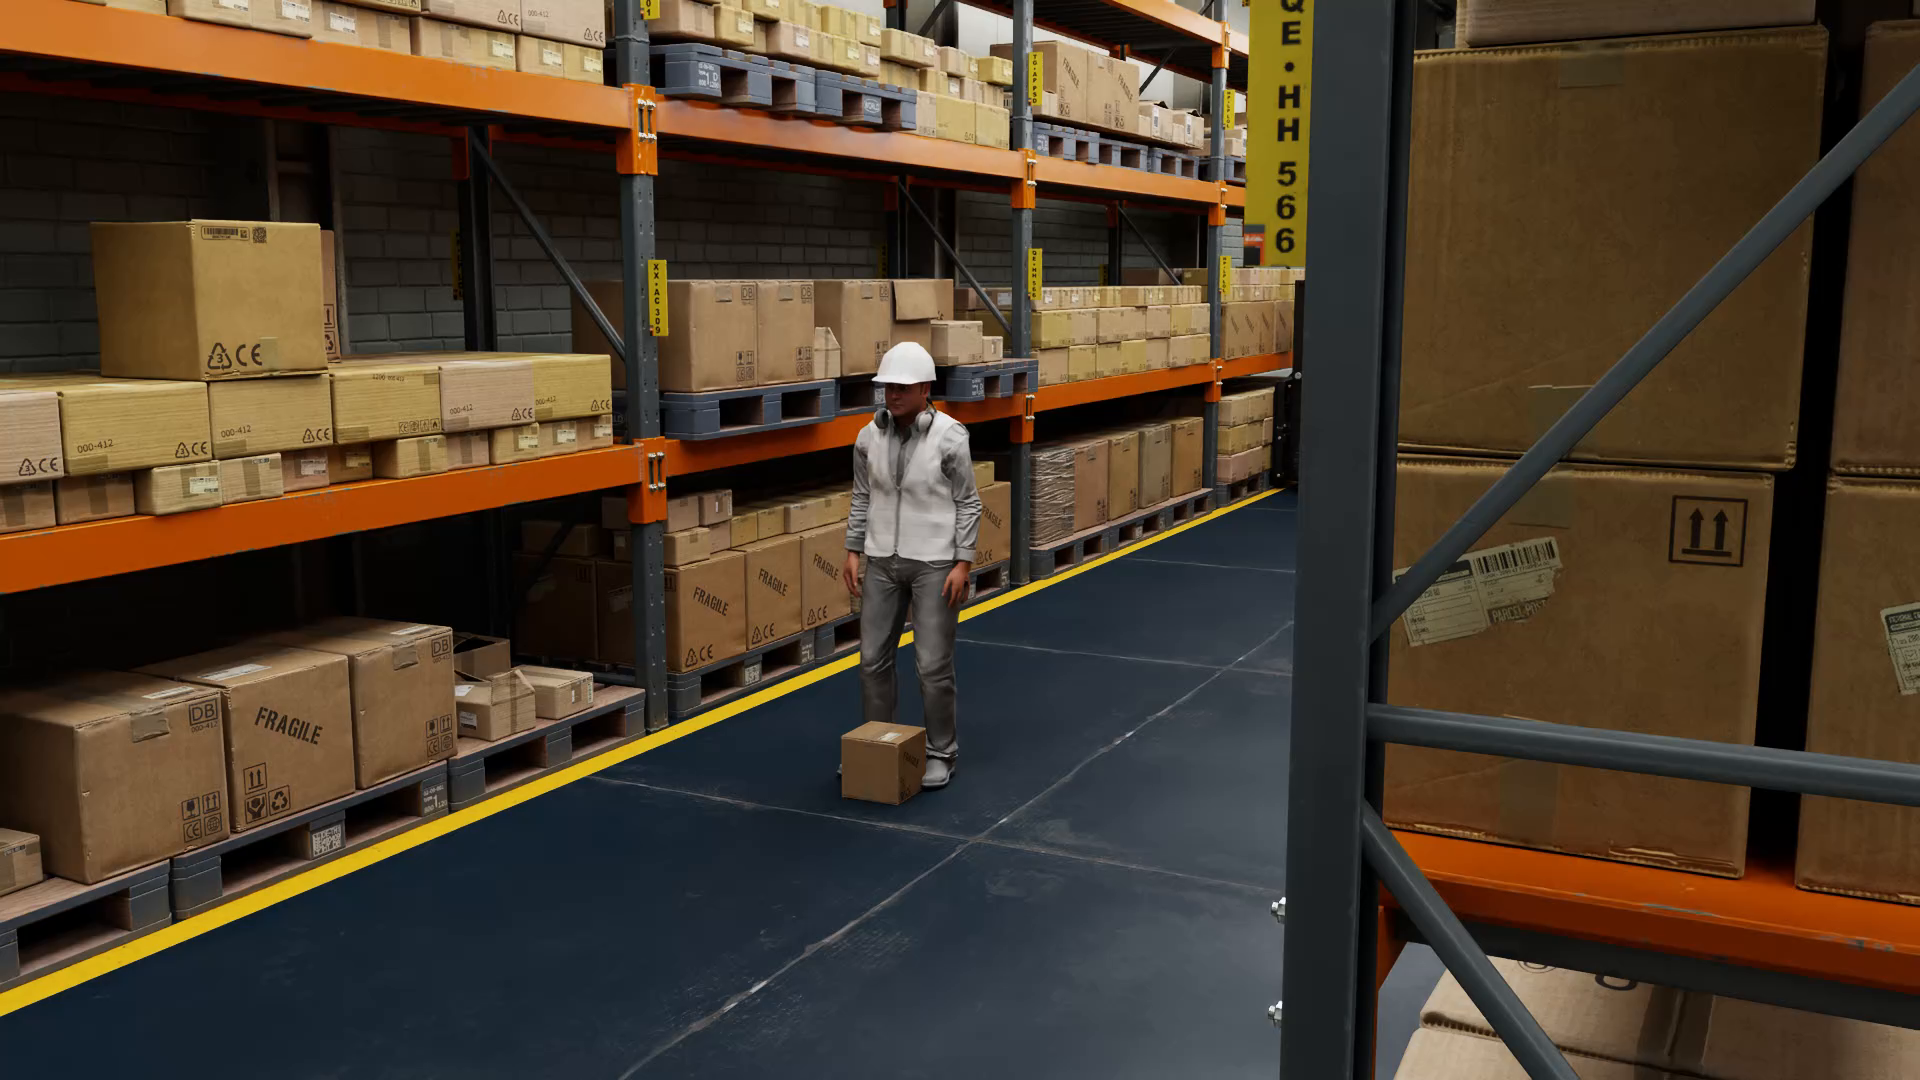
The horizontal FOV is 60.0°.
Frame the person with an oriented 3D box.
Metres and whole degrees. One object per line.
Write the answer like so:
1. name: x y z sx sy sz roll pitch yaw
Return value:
1. person: -0.197 0.092 6.698 0.581 1.772 0.460 5 10 26
